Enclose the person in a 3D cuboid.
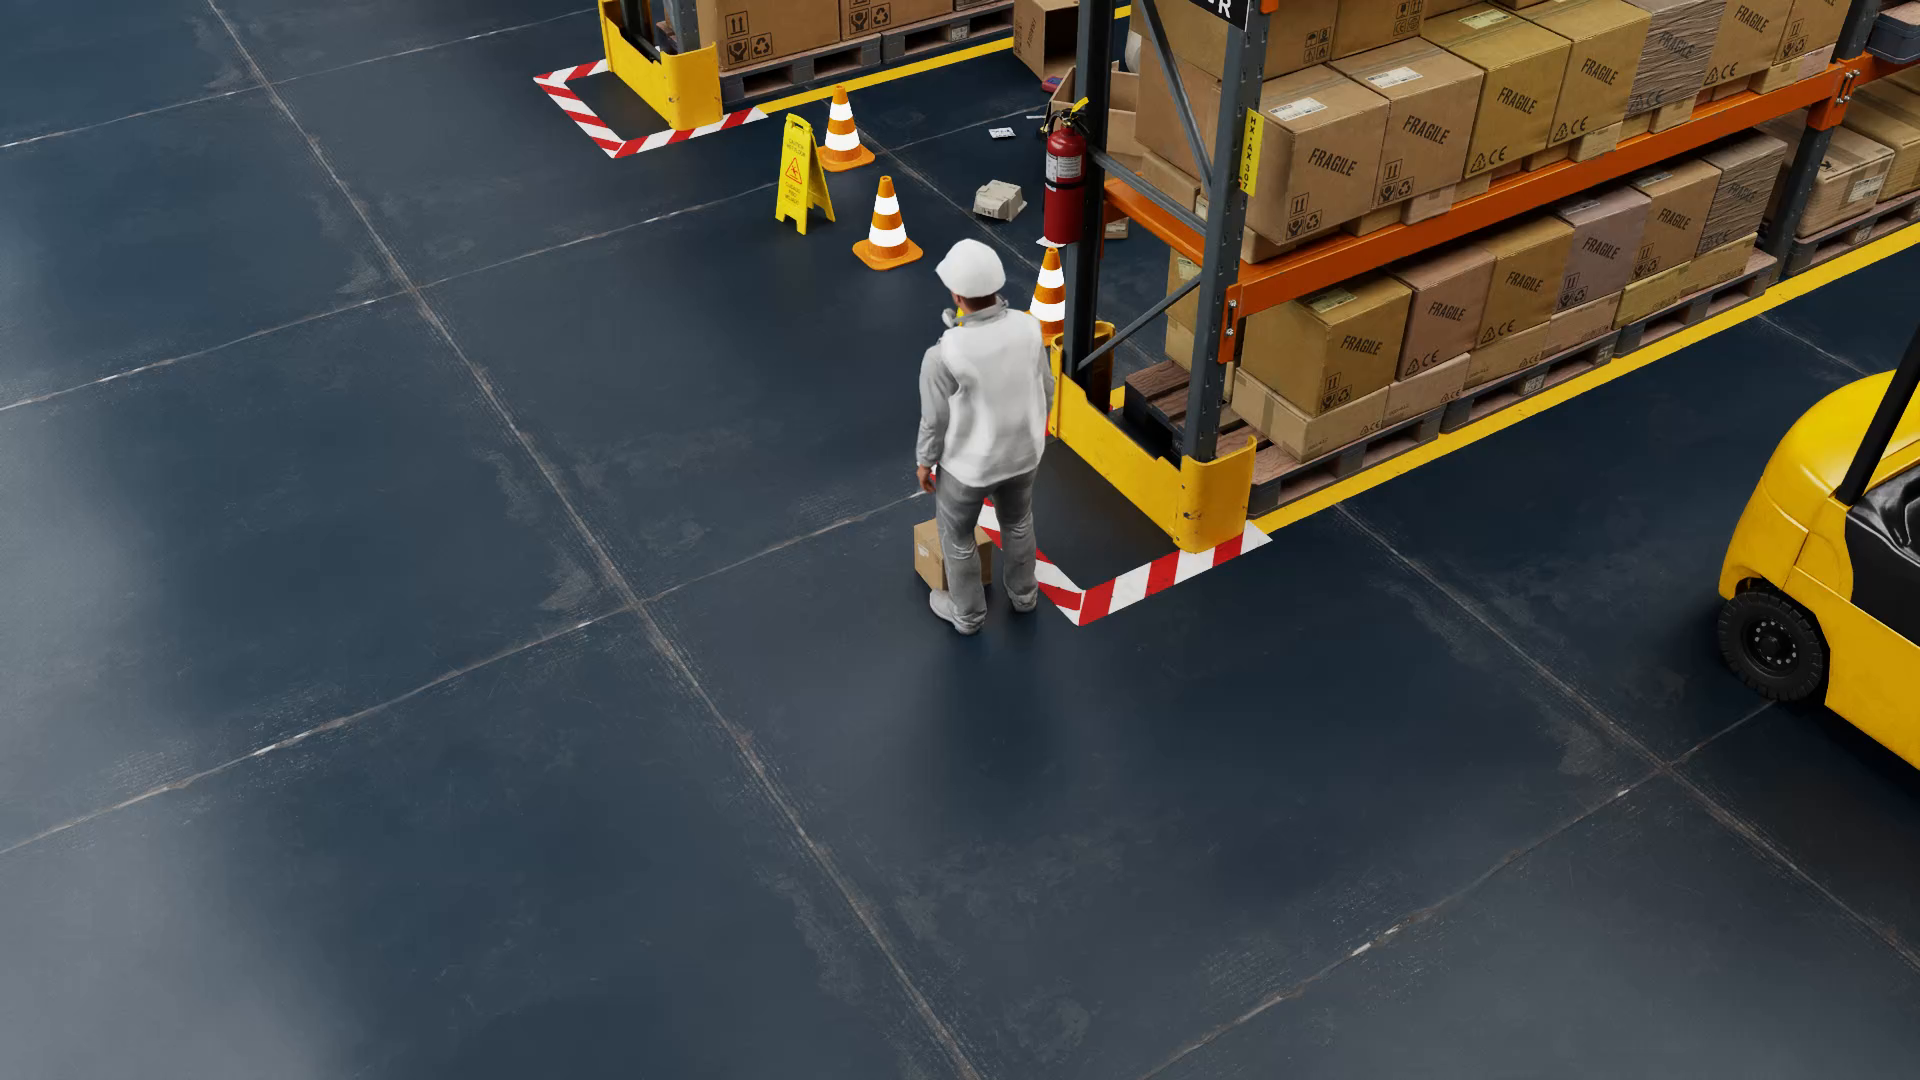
[{"bbox_3d":[0.094,-0.371,6.572,0.585,1.771,0.466,-19,44,-21],"label":"person"}]
